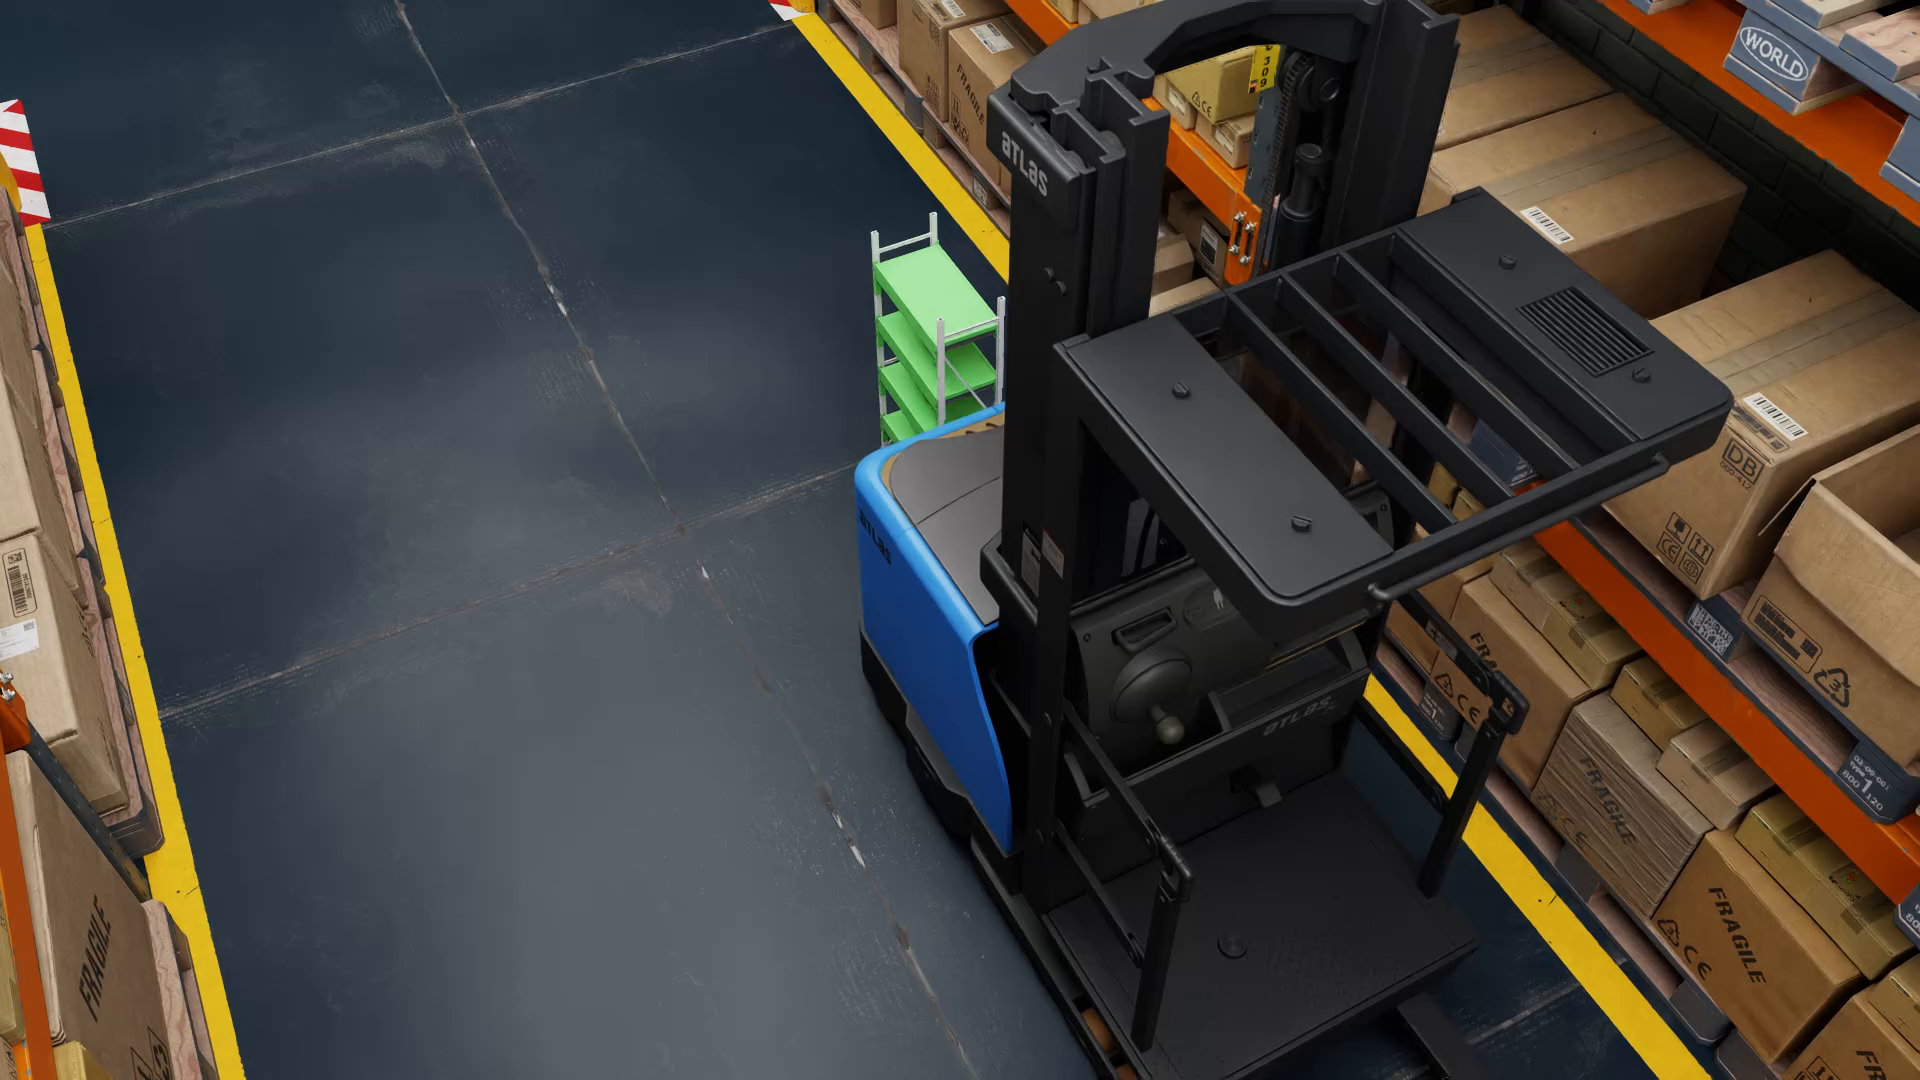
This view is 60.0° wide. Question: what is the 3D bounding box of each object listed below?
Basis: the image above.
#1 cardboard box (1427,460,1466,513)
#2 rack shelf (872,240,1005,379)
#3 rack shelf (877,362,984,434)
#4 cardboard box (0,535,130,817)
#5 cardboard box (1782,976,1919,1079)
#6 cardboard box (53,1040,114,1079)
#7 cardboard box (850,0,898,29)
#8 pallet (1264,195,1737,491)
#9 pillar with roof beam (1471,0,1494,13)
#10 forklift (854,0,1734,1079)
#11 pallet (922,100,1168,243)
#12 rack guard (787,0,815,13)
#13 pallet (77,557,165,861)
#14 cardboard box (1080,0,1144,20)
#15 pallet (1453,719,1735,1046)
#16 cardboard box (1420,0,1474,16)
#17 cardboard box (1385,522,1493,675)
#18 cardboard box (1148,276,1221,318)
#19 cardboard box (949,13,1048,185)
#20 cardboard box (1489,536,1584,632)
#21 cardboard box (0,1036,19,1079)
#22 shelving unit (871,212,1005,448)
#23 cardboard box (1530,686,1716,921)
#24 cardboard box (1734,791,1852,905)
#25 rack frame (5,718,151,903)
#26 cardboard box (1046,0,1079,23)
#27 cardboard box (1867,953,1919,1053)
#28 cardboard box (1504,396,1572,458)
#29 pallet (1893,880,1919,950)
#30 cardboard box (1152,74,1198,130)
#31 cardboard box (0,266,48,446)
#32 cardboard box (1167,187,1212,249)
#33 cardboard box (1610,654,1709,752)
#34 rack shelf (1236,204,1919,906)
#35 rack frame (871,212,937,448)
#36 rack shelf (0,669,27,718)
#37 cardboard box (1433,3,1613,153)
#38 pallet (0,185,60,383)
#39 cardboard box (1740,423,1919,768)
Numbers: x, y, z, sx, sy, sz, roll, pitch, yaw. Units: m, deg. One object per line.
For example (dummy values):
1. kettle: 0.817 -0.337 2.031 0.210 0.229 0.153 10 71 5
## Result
1. cardboard box: 1.657 -0.269 5.443 0.380 0.149 0.250 -24 53 -19
2. rack shelf: -0.076 -0.780 5.582 0.258 0.148 0.480 -21 52 -18
3. rack shelf: -0.076 -0.464 5.943 0.258 0.148 0.480 -21 52 -18
4. cardboard box: -3.197 0.562 5.189 0.875 0.438 0.875 -22 52 -18
5. cardboard box: 2.633 1.416 4.400 0.500 0.500 0.500 -22 52 -18
6. cardboard box: -2.230 1.864 3.759 0.875 0.875 0.875 -20 52 -16
7. cardboard box: -0.228 -2.950 8.217 0.797 0.503 0.637 -23 53 -19
8. pallet: 1.675 -0.763 5.052 1.003 0.211 1.213 -21 52 -18
9. pillar with roof beam: -1.938 -2.667 2.604 9.100 9.000 0.400 -21 52 -18
10. forklift: 0.804 0.300 4.041 1.130 2.935 3.031 -22 52 -18
11. pallet: 0.531 -1.758 7.647 1.003 0.211 1.213 -21 52 -18
12. rack guard: -0.389 -3.202 8.718 1.175 0.500 0.348 -21 52 -18
13. pallet: -3.284 0.696 5.501 1.003 0.211 1.213 -21 52 -18
14. cardboard box: 0.714 -2.034 5.938 0.500 0.250 0.500 -21 52 -17
15. pallet: 2.375 0.869 5.350 1.003 0.211 1.213 -21 52 -18
16. cardboard box: 1.420 -1.871 5.796 0.500 0.250 0.500 -22 52 -18
17. cardboard box: 1.680 0.041 5.603 0.500 0.500 0.500 -22 52 -18
18. cardboard box: 0.891 -0.870 6.633 0.380 0.149 0.250 -23 53 -19
19. cardboard box: 0.281 -1.975 7.366 0.500 0.500 0.500 -20 52 -17
20. cardboard box: 1.876 0.090 5.129 0.380 0.149 0.250 -21 52 -18
21. cardboard box: -2.130 1.262 3.253 0.500 0.250 0.500 -22 53 -18
22. shelving unit: -0.076 -0.506 5.895 0.258 1.200 0.503 -21 52 -18
23. cardboard box: 2.137 0.725 5.004 0.500 0.500 0.500 -23 53 -19
24. cardboard box: 2.357 0.784 4.522 0.380 0.149 0.250 -22 52 -18
25. rack frame: -3.005 0.314 3.983 1.000 3.000 0.127 -21 52 -18
26. cardboard box: 0.519 -2.121 6.279 0.380 0.149 0.250 -22 52 -18
27. cardboard box: 2.552 1.143 4.208 0.380 0.149 0.250 -23 53 -19
28. cardboard box: 1.701 -0.430 4.444 0.396 0.266 0.258 -19 51 -16
29. pallet: 2.864 0.913 3.587 1.213 0.211 1.003 -21 52 -18
30. cardboard box: 0.898 -1.609 5.831 0.380 0.149 0.250 -20 52 -17
31. cardboard box: -4.018 -0.641 6.241 0.875 0.438 0.875 -20 52 -17
32. cardboard box: 1.116 -1.412 7.107 0.380 0.149 0.250 -22 52 -18
33. cardboard box: 2.137 0.428 4.834 0.380 0.149 0.250 -21 52 -17
34. rack shelf: 2.322 0.177 4.580 1.077 0.370 4.000 -21 52 -18
35. rack frame: -0.187 -0.669 6.038 0.240 1.200 0.015 -21 52 -18
36. rack shelf: -3.920 -0.788 5.424 1.077 0.370 4.000 -21 52 -18
37. cardboard box: 1.429 -1.169 4.934 0.700 0.500 0.500 -20 52 -17
38. pallet: -4.400 -0.937 6.929 1.003 0.211 1.213 -21 52 -18
39. cardboard box: 2.326 0.078 3.842 0.797 0.503 0.637 -22 52 -18
